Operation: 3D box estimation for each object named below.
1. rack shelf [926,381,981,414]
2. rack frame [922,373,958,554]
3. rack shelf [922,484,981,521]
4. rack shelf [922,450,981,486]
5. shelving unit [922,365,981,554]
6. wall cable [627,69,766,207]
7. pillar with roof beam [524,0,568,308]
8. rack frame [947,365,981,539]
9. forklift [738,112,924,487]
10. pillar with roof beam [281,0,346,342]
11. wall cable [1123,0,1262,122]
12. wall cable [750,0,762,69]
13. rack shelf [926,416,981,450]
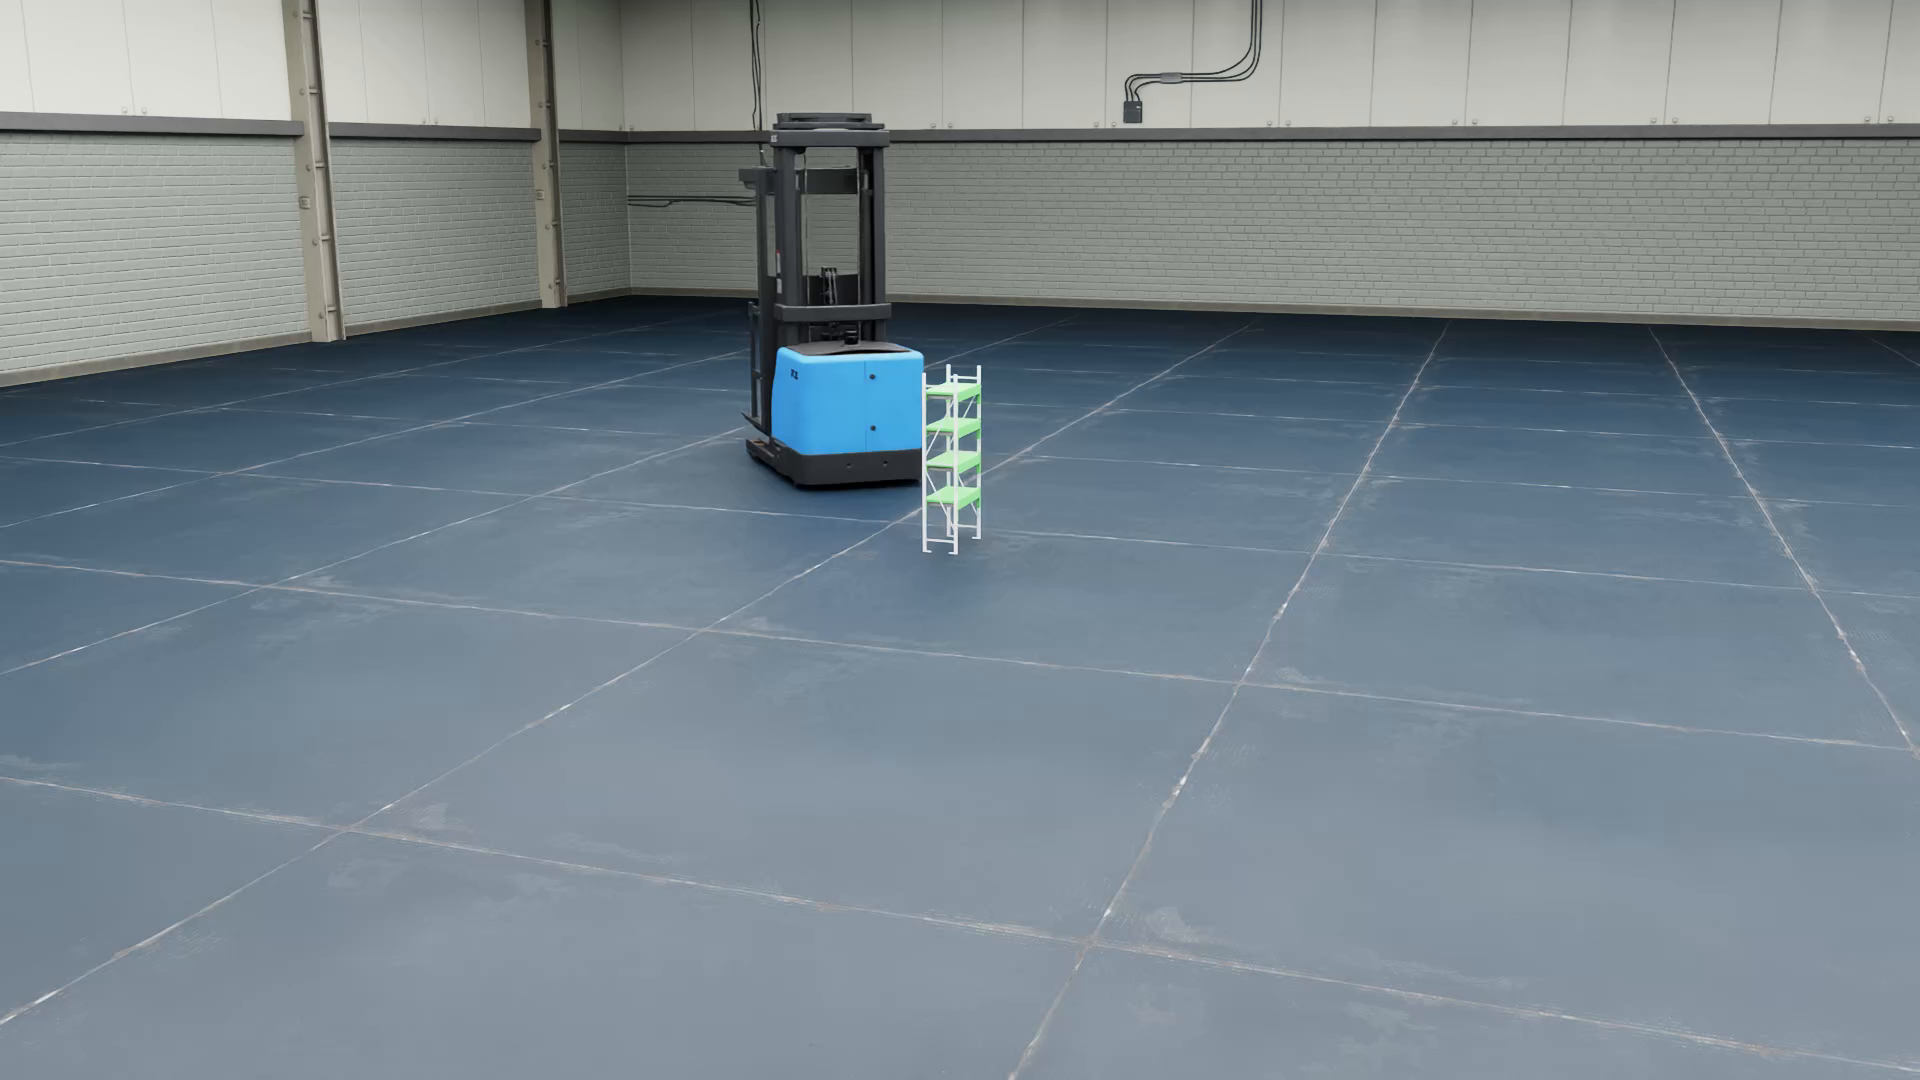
[{"bbox_3d":[-0.054,-0.956,11.109,0.258,0.148,0.480,4,14,18],"label":"rack shelf"},{"bbox_3d":[-0.133,-0.499,10.977,0.240,1.200,0.015,4,14,18],"label":"rack frame"},{"bbox_3d":[-0.054,-0.254,11.269,0.258,0.148,0.480,4,14,18],"label":"rack shelf"},{"bbox_3d":[-0.054,-0.488,11.216,0.258,0.148,0.480,4,14,18],"label":"rack shelf"},{"bbox_3d":[-0.054,-0.550,11.202,0.258,1.200,0.503,4,14,18],"label":"shelving unit"},{"bbox_3d":[-5.059,-7.571,31.413,3.097,2.526,0.112,4,14,18],"label":"wall cable"},{"bbox_3d":[-3.190,-8.250,27.409,9.100,9.000,0.400,4,14,18],"label":"pillar with roof beam"},{"bbox_3d":[0.025,-0.601,11.427,0.240,1.200,0.015,4,14,18],"label":"rack frame"},{"bbox_3d":[-1.246,-2.138,14.269,1.130,2.935,3.031,-5,14,-19],"label":"forklift"},{"bbox_3d":[-5.131,-6.986,21.874,9.100,9.000,0.400,4,14,18],"label":"pillar with roof beam"},{"bbox_3d":[3.918,-10.056,27.680,2.305,6.003,0.169,4,14,18],"label":"wall cable"},{"bbox_3d":[-2.499,-9.838,29.997,3.097,2.526,0.112,4,14,18],"label":"wall cable"},{"bbox_3d":[-0.054,-0.722,11.163,0.258,0.148,0.480,4,14,18],"label":"rack shelf"}]
